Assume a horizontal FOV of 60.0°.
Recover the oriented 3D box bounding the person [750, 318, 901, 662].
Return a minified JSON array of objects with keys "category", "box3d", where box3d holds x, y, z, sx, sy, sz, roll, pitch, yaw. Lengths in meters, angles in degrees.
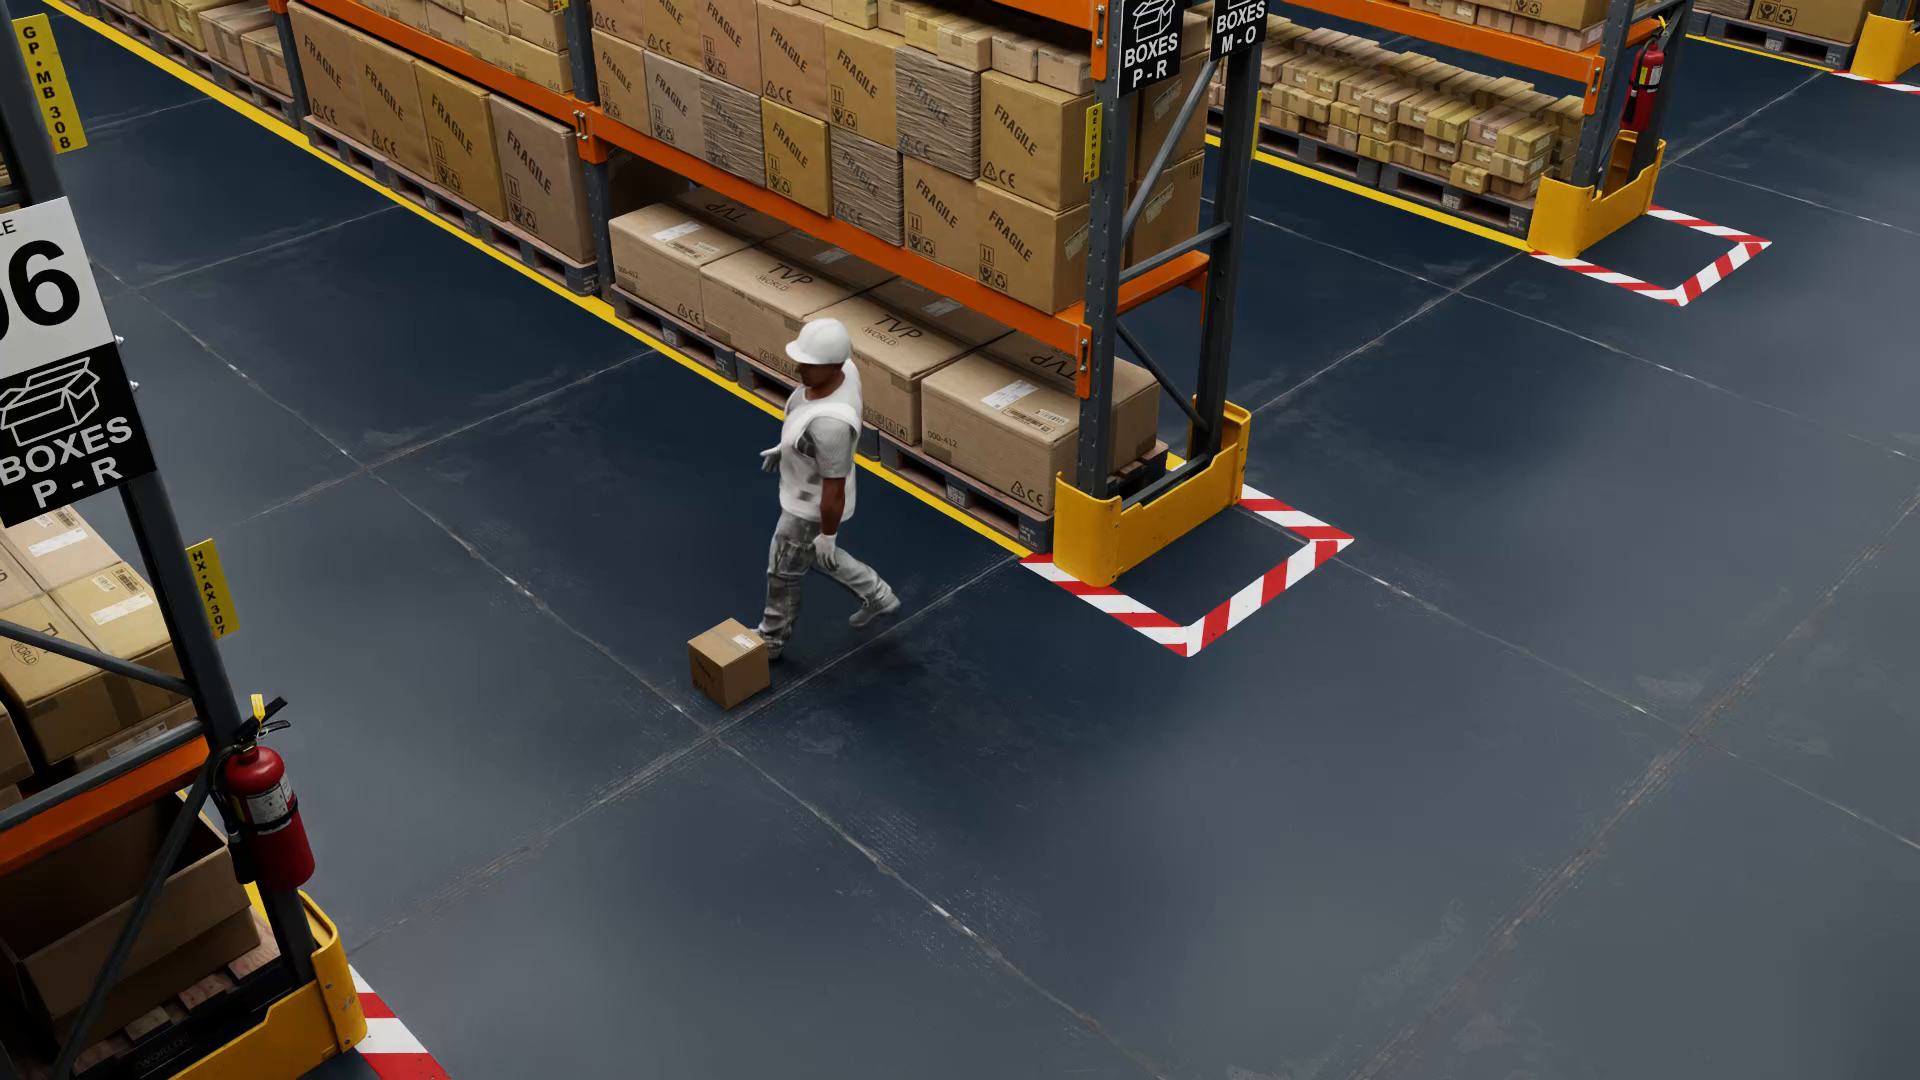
[{"category":"person","box3d":[-0.698,-0.197,7.155,0.864,1.748,0.643,0,35,-1]}]
